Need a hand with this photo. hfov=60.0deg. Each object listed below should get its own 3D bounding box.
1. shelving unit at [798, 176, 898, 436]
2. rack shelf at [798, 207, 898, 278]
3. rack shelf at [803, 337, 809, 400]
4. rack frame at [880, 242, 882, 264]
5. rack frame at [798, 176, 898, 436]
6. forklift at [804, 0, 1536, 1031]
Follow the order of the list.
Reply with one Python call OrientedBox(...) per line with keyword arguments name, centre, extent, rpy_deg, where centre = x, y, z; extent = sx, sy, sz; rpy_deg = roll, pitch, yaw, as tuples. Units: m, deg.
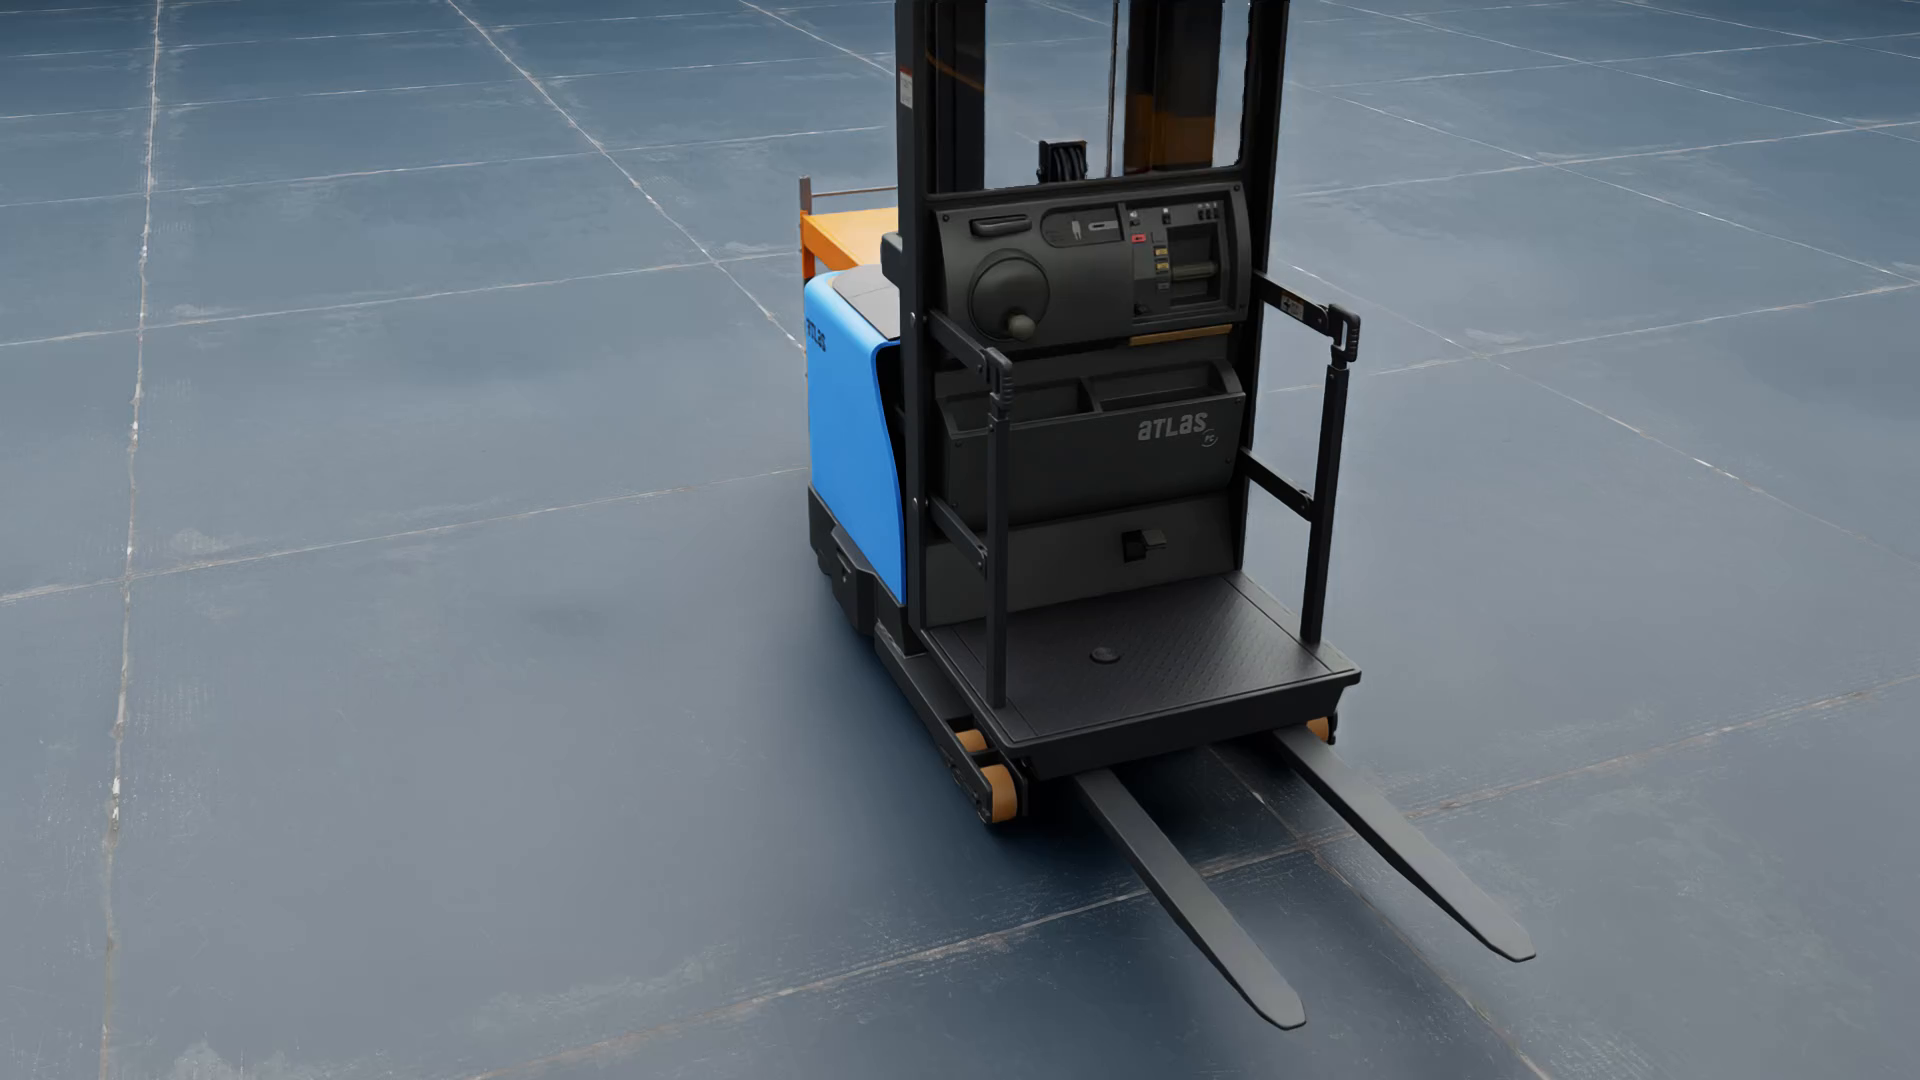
OrientedBox(name="shelving unit", centre=(-0.226, -0.778, 6.562), extent=(0.538, 1.125, 1.048), rpy_deg=(-10, 28, -19))
OrientedBox(name="rack shelf", centre=(-0.226, -1.041, 6.433), extent=(0.538, 0.278, 1.000), rpy_deg=(-10, 28, -19))
OrientedBox(name="rack shelf", centre=(-0.226, -0.558, 6.669), extent=(0.538, 0.278, 1.000), rpy_deg=(-10, 28, -19))
OrientedBox(name="rack frame", centre=(-0.042, -0.570, 6.136), extent=(0.500, 1.125, 0.032), rpy_deg=(-10, 28, -19))
OrientedBox(name="rack frame", centre=(-0.410, -0.986, 6.987), extent=(0.500, 1.125, 0.032), rpy_deg=(-10, 28, -19))
OrientedBox(name="forklift", centre=(0.460, -0.734, 4.413), extent=(1.130, 2.935, 3.031), rpy_deg=(-10, 28, -19))
